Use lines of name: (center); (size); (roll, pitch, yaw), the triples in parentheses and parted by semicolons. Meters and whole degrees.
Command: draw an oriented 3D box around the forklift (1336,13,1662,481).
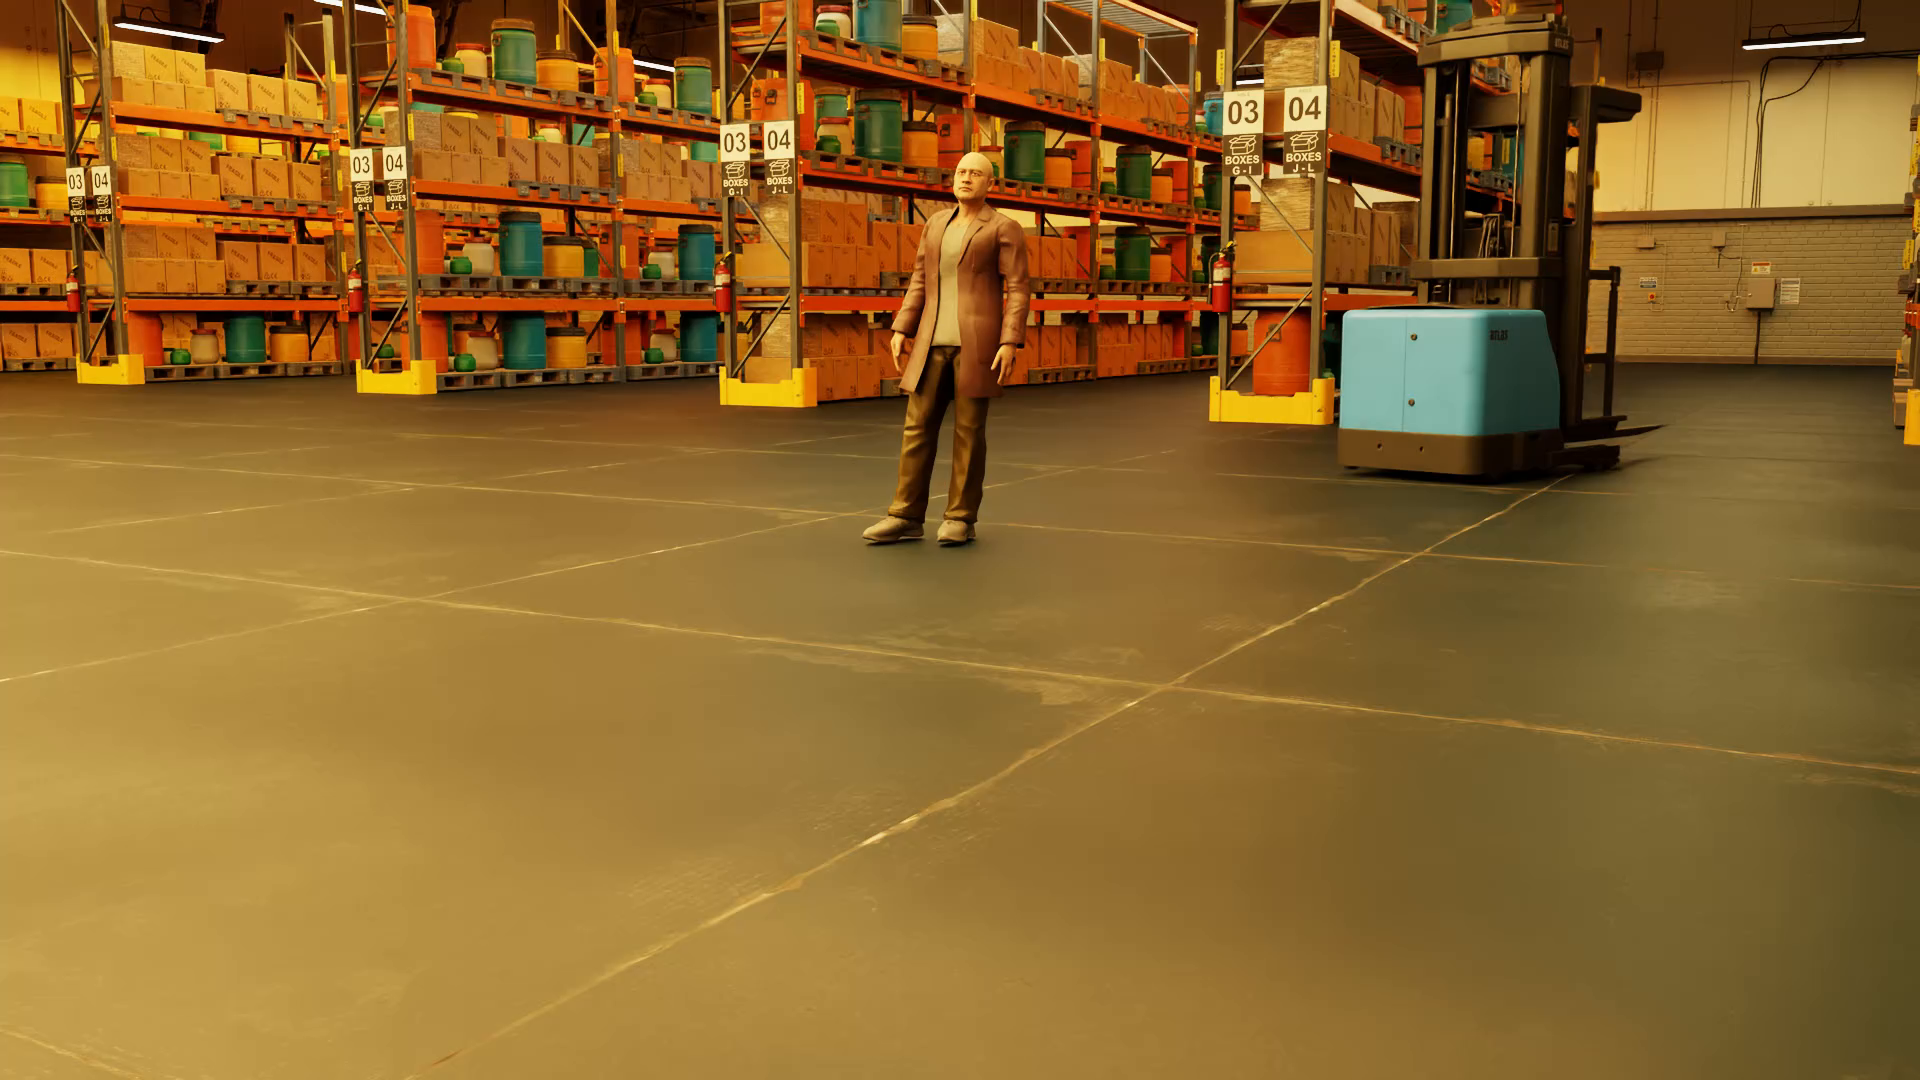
forklift: (3.867, -1.964, 11.323); (3.031, 2.935, 1.130); (-7, 11, -43)

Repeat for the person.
person: (-0.048, -0.877, 7.615); (0.696, 1.775, 0.582); (4, 9, 29)
